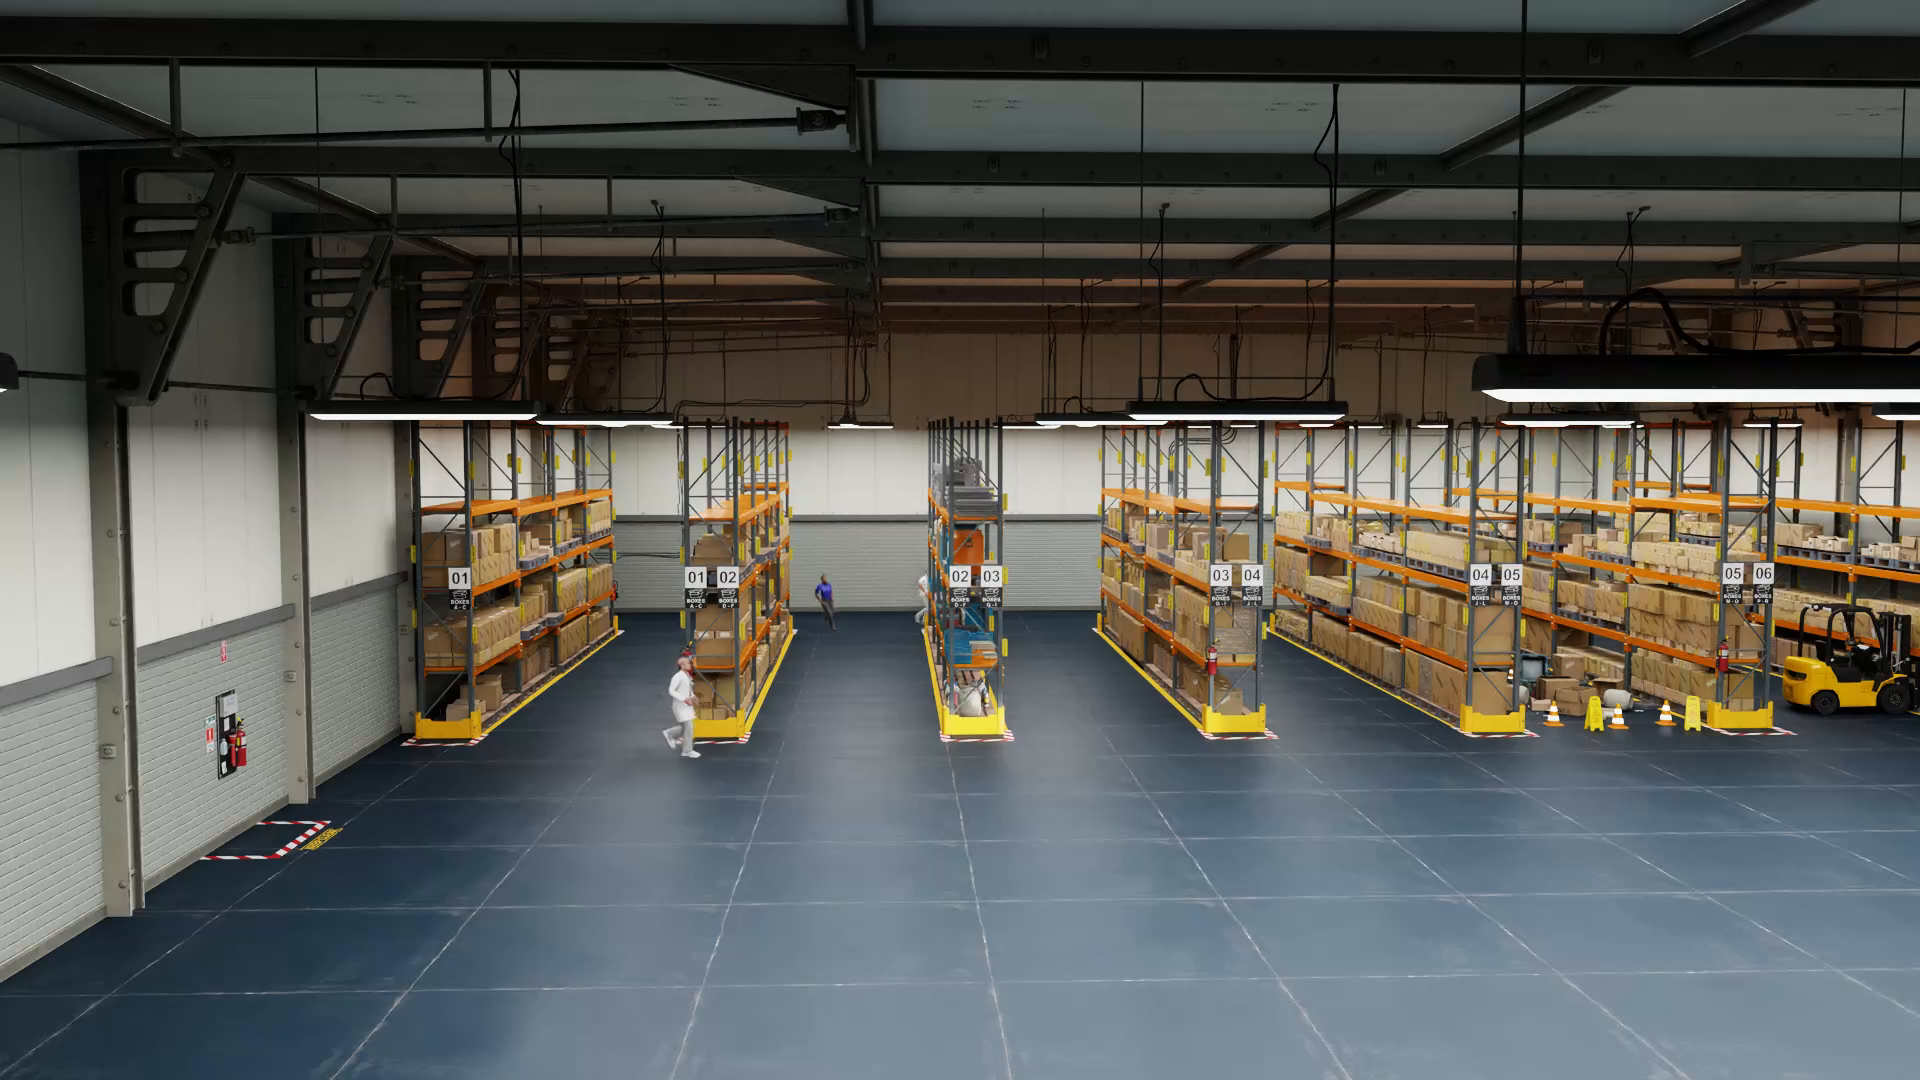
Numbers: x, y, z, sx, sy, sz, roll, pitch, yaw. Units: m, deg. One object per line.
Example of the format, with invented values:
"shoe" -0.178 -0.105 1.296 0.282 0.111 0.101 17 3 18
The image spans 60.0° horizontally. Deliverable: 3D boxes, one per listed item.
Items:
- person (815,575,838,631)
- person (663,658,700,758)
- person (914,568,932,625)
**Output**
"person" -3.890 1.806 47.920 0.557 1.599 0.692 -3 5 -35
"person" -4.938 2.948 29.280 0.761 1.759 0.696 1 4 15
"person" -1.031 1.654 49.401 0.556 1.715 0.775 1 4 14
